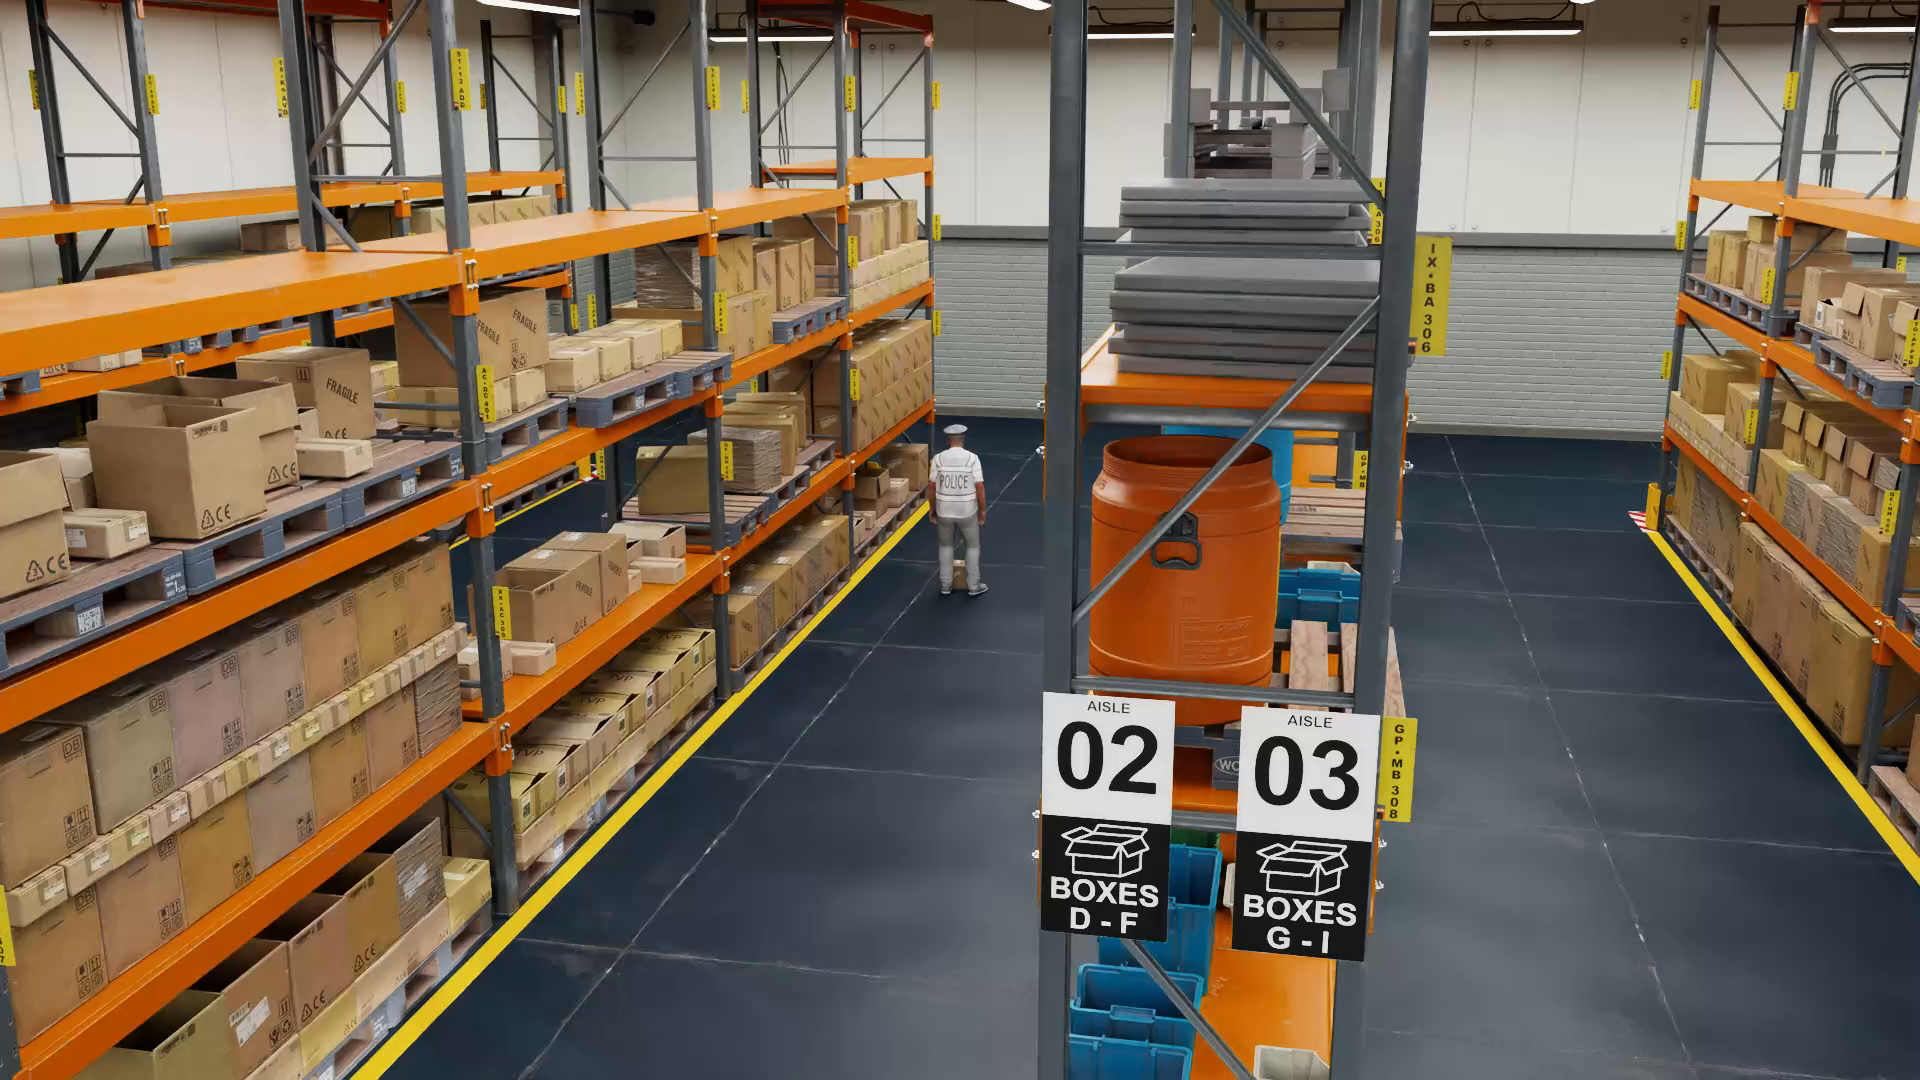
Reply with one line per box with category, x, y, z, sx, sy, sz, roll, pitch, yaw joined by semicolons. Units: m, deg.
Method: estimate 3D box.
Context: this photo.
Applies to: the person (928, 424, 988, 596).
person;-0.030;-0.294;17.125;0.600;1.749;0.429;2;15;9
